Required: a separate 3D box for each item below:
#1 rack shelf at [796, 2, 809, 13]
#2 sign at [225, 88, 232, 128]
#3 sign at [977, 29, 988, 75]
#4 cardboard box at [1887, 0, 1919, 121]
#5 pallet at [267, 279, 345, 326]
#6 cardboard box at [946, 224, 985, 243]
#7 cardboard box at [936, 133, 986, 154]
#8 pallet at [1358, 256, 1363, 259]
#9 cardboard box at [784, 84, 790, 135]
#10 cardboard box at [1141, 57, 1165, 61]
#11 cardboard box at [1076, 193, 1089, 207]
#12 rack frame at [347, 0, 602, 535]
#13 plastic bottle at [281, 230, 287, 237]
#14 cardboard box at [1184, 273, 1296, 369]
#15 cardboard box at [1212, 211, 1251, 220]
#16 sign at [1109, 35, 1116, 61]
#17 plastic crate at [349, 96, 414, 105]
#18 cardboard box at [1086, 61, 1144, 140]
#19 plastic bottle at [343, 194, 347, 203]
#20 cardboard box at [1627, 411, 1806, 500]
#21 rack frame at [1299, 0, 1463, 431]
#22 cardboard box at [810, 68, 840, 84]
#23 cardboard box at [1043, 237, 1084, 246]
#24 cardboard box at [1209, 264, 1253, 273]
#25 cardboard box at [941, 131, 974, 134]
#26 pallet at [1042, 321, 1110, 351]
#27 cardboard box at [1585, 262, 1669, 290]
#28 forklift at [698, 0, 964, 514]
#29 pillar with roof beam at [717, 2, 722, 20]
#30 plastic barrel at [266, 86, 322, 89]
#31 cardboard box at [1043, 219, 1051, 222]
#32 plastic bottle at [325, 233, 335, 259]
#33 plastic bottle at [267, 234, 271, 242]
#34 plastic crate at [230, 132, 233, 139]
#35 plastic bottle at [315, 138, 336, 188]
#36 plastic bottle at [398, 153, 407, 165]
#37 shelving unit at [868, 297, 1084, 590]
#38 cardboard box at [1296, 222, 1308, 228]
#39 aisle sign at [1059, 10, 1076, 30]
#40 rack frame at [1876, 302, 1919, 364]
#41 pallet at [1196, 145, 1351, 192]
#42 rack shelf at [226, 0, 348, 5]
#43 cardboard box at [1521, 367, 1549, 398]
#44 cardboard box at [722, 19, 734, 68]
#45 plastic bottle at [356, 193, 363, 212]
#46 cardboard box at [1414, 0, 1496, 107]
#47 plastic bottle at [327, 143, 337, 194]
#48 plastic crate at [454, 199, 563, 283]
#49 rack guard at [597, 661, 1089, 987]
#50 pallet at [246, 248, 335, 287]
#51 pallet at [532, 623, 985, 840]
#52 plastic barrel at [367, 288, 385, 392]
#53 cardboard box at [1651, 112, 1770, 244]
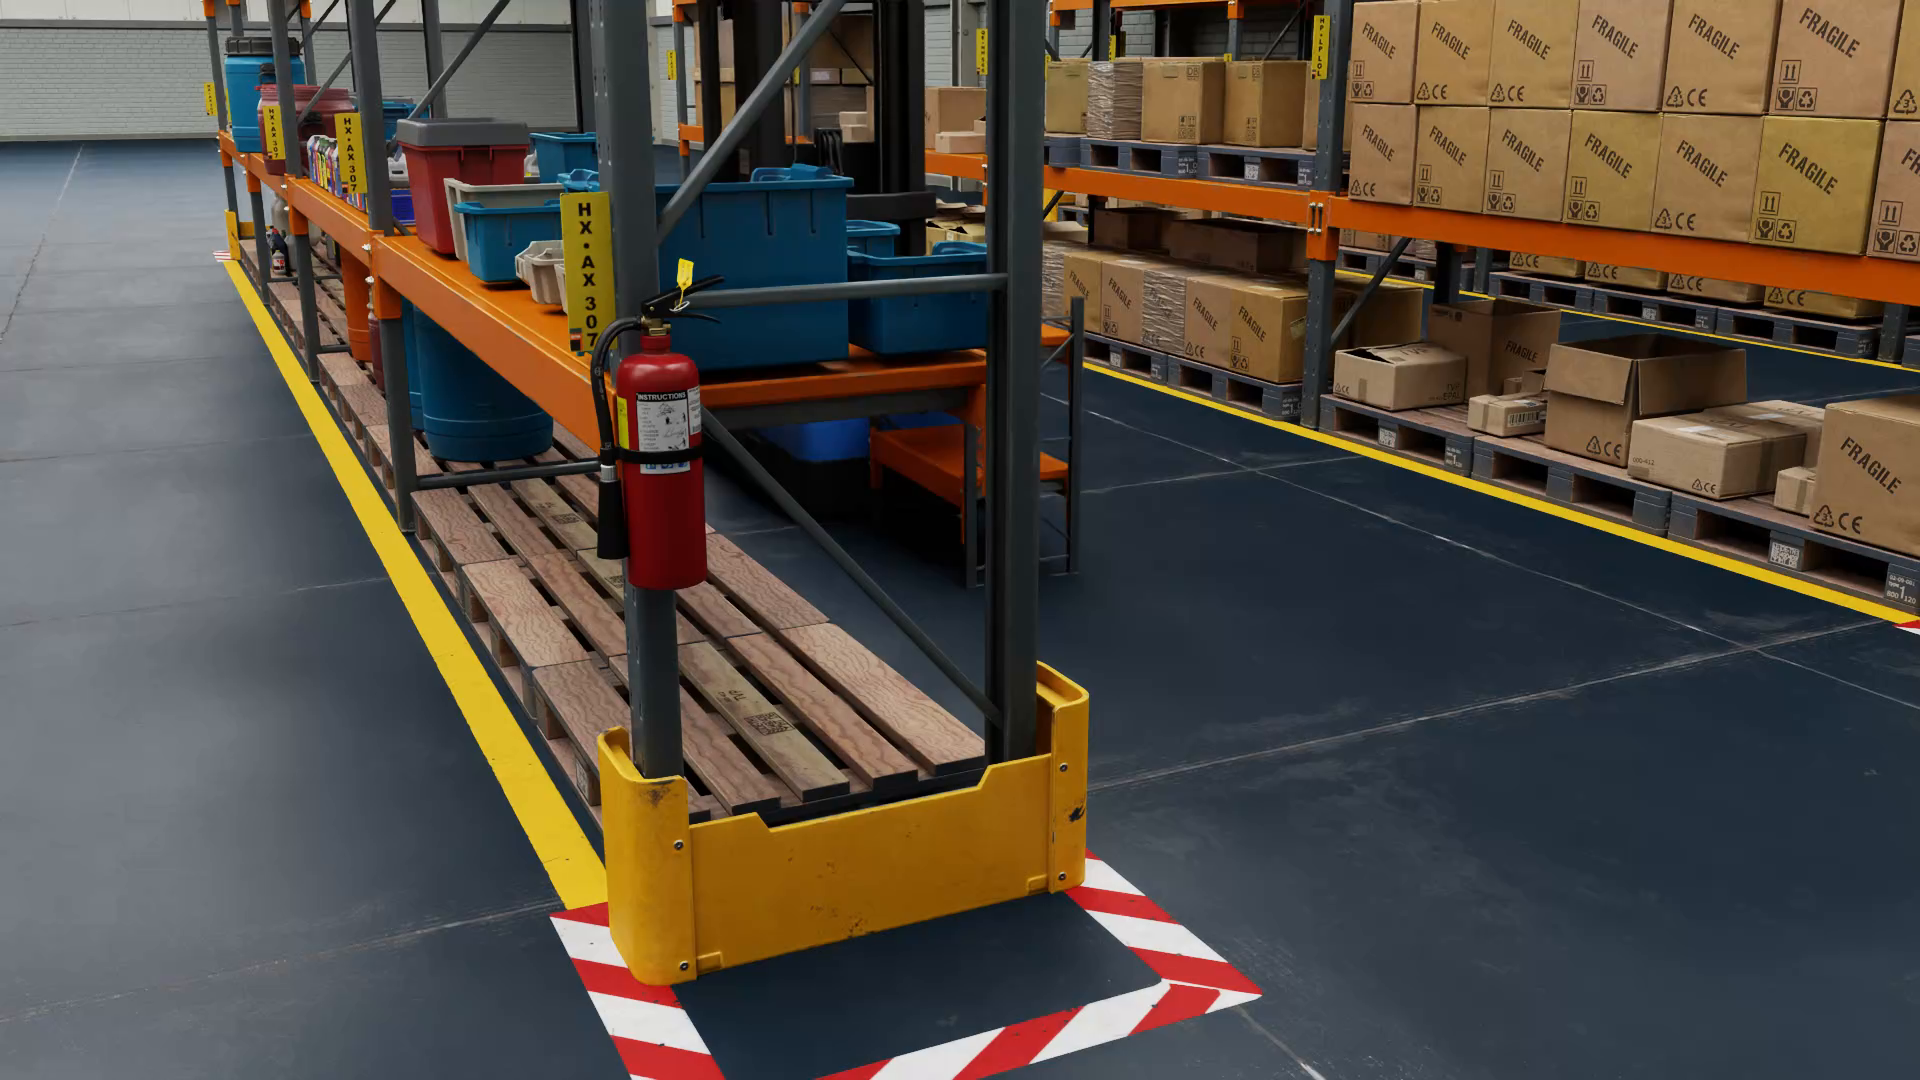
[{"bbox_3d":[-0.209,-4.721,14.129,1.077,0.370,4.000,-8,18,-25],"label":"rack shelf"},{"bbox_3d":[-6.039,-3.592,13.829,0.100,0.325,0.005,-8,18,-25],"label":"sign"},{"bbox_3d":[0.170,-3.617,12.319,0.100,0.325,0.005,-8,18,-25],"label":"sign"},{"bbox_3d":[3.730,-1.751,5.920,0.500,0.500,0.500,-8,18,-25],"label":"cardboard box"},{"bbox_3d":[-5.160,-1.993,13.812,1.003,0.211,1.213,-8,18,-25],"label":"pallet"},{"bbox_3d":[0.216,-2.379,13.308,0.500,0.311,0.500,-7,17,-23],"label":"cardboard box"},{"bbox_3d":[0.025,-3.198,13.411,0.380,0.149,0.250,-8,18,-25],"label":"cardboard box"},{"bbox_3d":[3.709,-3.187,17.974,1.003,0.211,1.213,-8,18,-25],"label":"pallet"},{"bbox_3d":[-1.522,-4.408,16.992,0.700,0.500,0.500,-8,18,-25],"label":"cardboard box"},{"bbox_3d":[2.446,-5.347,19.322,0.500,0.500,0.500,-8,18,-26],"label":"cardboard box"},{"bbox_3d":[1.836,-4.449,21.392,0.500,0.311,0.500,-10,19,-31],"label":"cardboard box"},{"bbox_3d":[-2.035,-1.539,7.177,1.000,3.000,0.127,-8,18,-25],"label":"rack frame"},{"bbox_3d":[-6.278,-2.735,15.471,0.061,0.283,0.133,-8,18,-25],"label":"plastic bottle"},{"bbox_3d":[1.737,-1.358,10.280,0.500,0.500,0.500,-8,18,-25],"label":"cardboard box"},{"bbox_3d":[3.105,-3.699,19.041,0.380,0.166,0.250,-10,19,-32],"label":"cardboard box"},{"bbox_3d":[1.151,-3.715,12.803,0.100,0.325,0.005,-8,18,-25],"label":"sign"},{"bbox_3d":[-4.220,-3.000,12.149,0.402,0.464,0.583,-8,18,-25],"label":"plastic crate"},{"bbox_3d":[1.274,-2.986,11.276,0.700,0.500,0.500,-4,17,-14],"label":"cardboard box"},{"bbox_3d":[-3.182,-1.900,8.646,0.061,0.283,0.133,-8,18,-25],"label":"plastic bottle"},{"bbox_3d":[3.323,-0.379,7.321,0.500,0.250,0.500,-8,18,-25],"label":"cardboard box"},{"bbox_3d":[2.420,-2.137,9.259,1.000,3.000,0.127,-8,18,-25],"label":"rack frame"},{"bbox_3d":[-1.397,-4.522,16.213,0.380,0.149,0.250,-8,18,-25],"label":"cardboard box"},{"bbox_3d":[0.610,-1.991,12.486,0.500,0.500,0.500,-7,17,-23],"label":"cardboard box"},{"bbox_3d":[1.971,-1.552,10.955,0.500,0.500,0.500,-7,18,-24],"label":"cardboard box"},{"bbox_3d":[0.058,-3.317,13.828,0.380,0.149,0.250,-6,17,-21],"label":"cardboard box"},{"bbox_3d":[0.960,-1.599,12.439,1.003,0.211,1.213,-8,18,-25],"label":"pallet"},{"bbox_3d":[5.701,-2.481,13.593,0.750,0.750,0.750,-8,18,-25],"label":"cardboard box"},{"bbox_3d":[-0.833,-1.884,8.503,1.130,2.935,3.031,-7,17,-23],"label":"forklift"},{"bbox_3d":[-9.057,-12.470,34.389,9.100,9.000,0.400,-8,18,-25],"label":"pillar with roof beam"},{"bbox_3d":[-4.806,-3.035,12.144,0.433,0.535,0.433,0,16,0],"label":"plastic barrel"},{"bbox_3d":[0.464,-2.573,13.986,0.500,0.311,0.500,-8,18,-26],"label":"cardboard box"},{"bbox_3d":[-5.911,-2.804,15.723,0.152,0.276,0.135,-8,18,-25],"label":"plastic bottle"},{"bbox_3d":[-6.274,-2.637,15.127,0.061,0.283,0.133,-6,17,-21],"label":"plastic bottle"},{"bbox_3d":[-6.478,-3.768,15.422,0.530,0.136,0.437,-8,18,-25],"label":"plastic crate"},{"bbox_3d":[-3.685,-2.210,9.740,0.152,0.276,0.135,-8,18,-25],"label":"plastic bottle"},{"bbox_3d":[-2.602,-1.721,7.901,0.144,0.351,0.185,-8,18,-25],"label":"plastic bottle"},{"bbox_3d":[0.041,-0.503,6.965,0.538,1.125,1.048,-7,17,-23],"label":"shelving unit"},{"bbox_3d":[3.975,-3.428,17.491,0.700,0.500,0.500,-8,18,-26],"label":"cardboard box"},{"bbox_3d":[1.313,-6.943,21.294,0.394,0.787,0.004,-8,18,-25],"label":"aisle sign"},{"bbox_3d":[6.871,-2.736,11.349,1.000,3.000,0.127,-8,18,-25],"label":"rack frame"},{"bbox_3d":[2.168,-2.256,10.022,1.003,0.211,1.213,-8,18,-25],"label":"pallet"},{"bbox_3d":[-4.663,-4.123,12.047,1.077,0.370,4.000,-8,18,-25],"label":"rack shelf"},{"bbox_3d":[3.253,-0.763,8.549,0.500,0.311,0.500,-8,18,-25],"label":"cardboard box"},{"bbox_3d":[-2.164,-5.399,18.093,0.700,0.500,0.500,-8,18,-25],"label":"cardboard box"},{"bbox_3d":[-2.879,-1.754,8.150,0.152,0.276,0.135,-8,18,-25],"label":"plastic bottle"},{"bbox_3d":[2.600,-2.387,8.136,0.500,0.500,0.500,-8,18,-27],"label":"cardboard box"},{"bbox_3d":[-3.457,-2.062,9.230,0.097,0.271,0.097,0,16,0],"label":"plastic bottle"},{"bbox_3d":[-1.412,-0.974,5.402,0.416,0.233,0.300,-8,18,-25],"label":"plastic crate"},{"bbox_3d":[-0.260,0.658,4.050,1.175,0.500,0.348,-8,18,-25],"label":"rack guard"},{"bbox_3d":[-6.335,-2.657,16.127,1.003,0.211,1.213,-8,18,-25],"label":"pallet"},{"bbox_3d":[-0.609,0.584,4.834,1.003,0.211,1.213,-8,18,-25],"label":"pallet"},{"bbox_3d":[-3.063,-1.175,9.516,0.600,0.588,0.708,-8,18,-25],"label":"plastic barrel"},{"bbox_3d":[3.287,-1.524,6.942,0.500,0.500,0.500,-8,18,-24],"label":"cardboard box"}]
